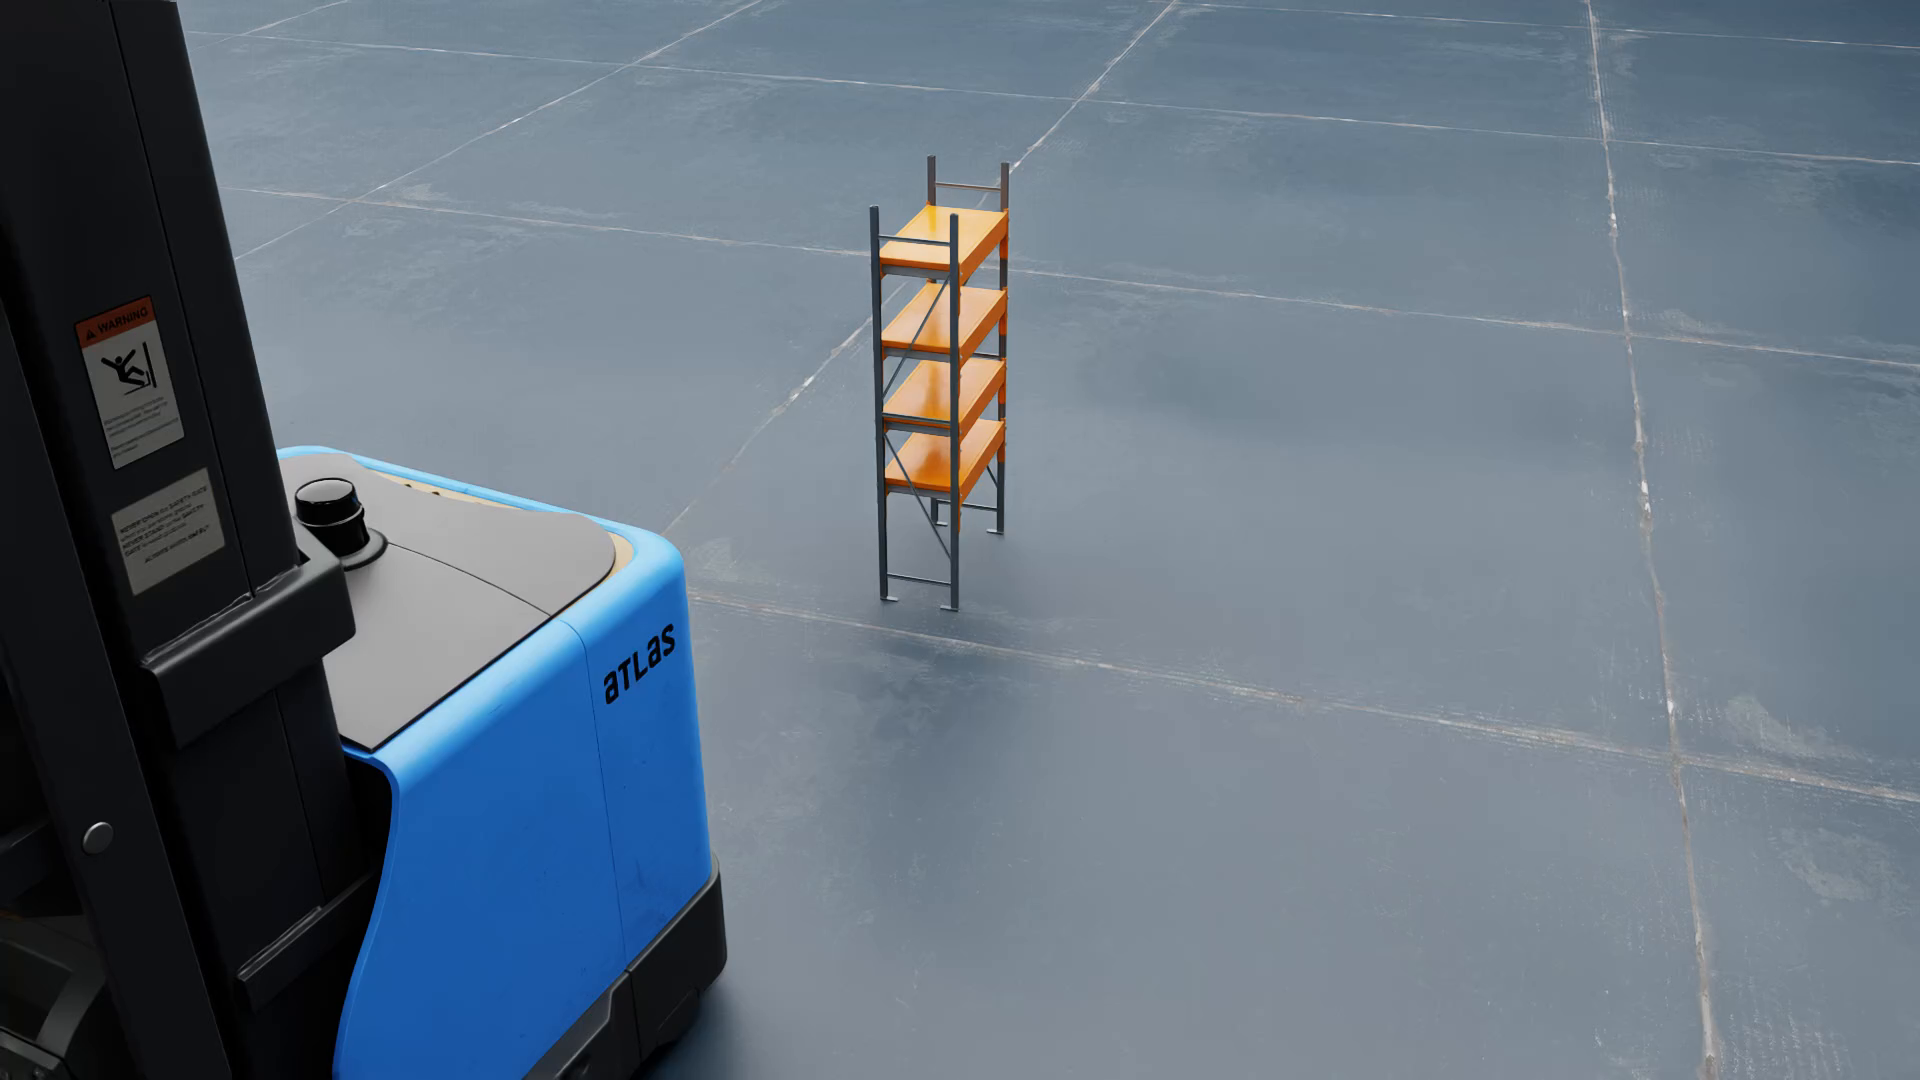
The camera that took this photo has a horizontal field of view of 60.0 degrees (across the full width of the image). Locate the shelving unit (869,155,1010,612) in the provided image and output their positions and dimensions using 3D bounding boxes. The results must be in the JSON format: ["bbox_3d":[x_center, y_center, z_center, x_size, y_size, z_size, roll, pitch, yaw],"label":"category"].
[{"bbox_3d":[-0.049,-0.447,4.820,0.258,1.200,0.503,8,30,15],"label":"shelving unit"}]

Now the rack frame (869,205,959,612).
[{"bbox_3d":[-0.120,-0.334,4.616,0.240,1.200,0.015,8,30,15],"label":"rack frame"}]

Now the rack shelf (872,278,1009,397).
[{"bbox_3d":[-0.049,-0.584,4.744,0.258,0.148,0.480,8,30,15],"label":"rack shelf"}]

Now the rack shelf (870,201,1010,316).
[{"bbox_3d":[-0.049,-0.791,4.629,0.258,0.148,0.480,8,30,15],"label":"rack shelf"}]

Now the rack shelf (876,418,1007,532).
[{"bbox_3d":[-0.049,-0.215,4.949,0.258,0.148,0.480,8,30,15],"label":"rack shelf"}]

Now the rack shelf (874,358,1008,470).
[{"bbox_3d":[-0.049,-0.389,4.853,0.258,0.148,0.480,8,30,15],"label":"rack shelf"}]

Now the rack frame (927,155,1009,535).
[{"bbox_3d":[0.023,-0.561,5.024,0.240,1.200,0.015,8,30,15],"label":"rack frame"}]

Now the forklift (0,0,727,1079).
[{"bbox_3d":[-1.597,0.190,1.893,1.130,2.935,3.031,14,32,23],"label":"forklift"}]
